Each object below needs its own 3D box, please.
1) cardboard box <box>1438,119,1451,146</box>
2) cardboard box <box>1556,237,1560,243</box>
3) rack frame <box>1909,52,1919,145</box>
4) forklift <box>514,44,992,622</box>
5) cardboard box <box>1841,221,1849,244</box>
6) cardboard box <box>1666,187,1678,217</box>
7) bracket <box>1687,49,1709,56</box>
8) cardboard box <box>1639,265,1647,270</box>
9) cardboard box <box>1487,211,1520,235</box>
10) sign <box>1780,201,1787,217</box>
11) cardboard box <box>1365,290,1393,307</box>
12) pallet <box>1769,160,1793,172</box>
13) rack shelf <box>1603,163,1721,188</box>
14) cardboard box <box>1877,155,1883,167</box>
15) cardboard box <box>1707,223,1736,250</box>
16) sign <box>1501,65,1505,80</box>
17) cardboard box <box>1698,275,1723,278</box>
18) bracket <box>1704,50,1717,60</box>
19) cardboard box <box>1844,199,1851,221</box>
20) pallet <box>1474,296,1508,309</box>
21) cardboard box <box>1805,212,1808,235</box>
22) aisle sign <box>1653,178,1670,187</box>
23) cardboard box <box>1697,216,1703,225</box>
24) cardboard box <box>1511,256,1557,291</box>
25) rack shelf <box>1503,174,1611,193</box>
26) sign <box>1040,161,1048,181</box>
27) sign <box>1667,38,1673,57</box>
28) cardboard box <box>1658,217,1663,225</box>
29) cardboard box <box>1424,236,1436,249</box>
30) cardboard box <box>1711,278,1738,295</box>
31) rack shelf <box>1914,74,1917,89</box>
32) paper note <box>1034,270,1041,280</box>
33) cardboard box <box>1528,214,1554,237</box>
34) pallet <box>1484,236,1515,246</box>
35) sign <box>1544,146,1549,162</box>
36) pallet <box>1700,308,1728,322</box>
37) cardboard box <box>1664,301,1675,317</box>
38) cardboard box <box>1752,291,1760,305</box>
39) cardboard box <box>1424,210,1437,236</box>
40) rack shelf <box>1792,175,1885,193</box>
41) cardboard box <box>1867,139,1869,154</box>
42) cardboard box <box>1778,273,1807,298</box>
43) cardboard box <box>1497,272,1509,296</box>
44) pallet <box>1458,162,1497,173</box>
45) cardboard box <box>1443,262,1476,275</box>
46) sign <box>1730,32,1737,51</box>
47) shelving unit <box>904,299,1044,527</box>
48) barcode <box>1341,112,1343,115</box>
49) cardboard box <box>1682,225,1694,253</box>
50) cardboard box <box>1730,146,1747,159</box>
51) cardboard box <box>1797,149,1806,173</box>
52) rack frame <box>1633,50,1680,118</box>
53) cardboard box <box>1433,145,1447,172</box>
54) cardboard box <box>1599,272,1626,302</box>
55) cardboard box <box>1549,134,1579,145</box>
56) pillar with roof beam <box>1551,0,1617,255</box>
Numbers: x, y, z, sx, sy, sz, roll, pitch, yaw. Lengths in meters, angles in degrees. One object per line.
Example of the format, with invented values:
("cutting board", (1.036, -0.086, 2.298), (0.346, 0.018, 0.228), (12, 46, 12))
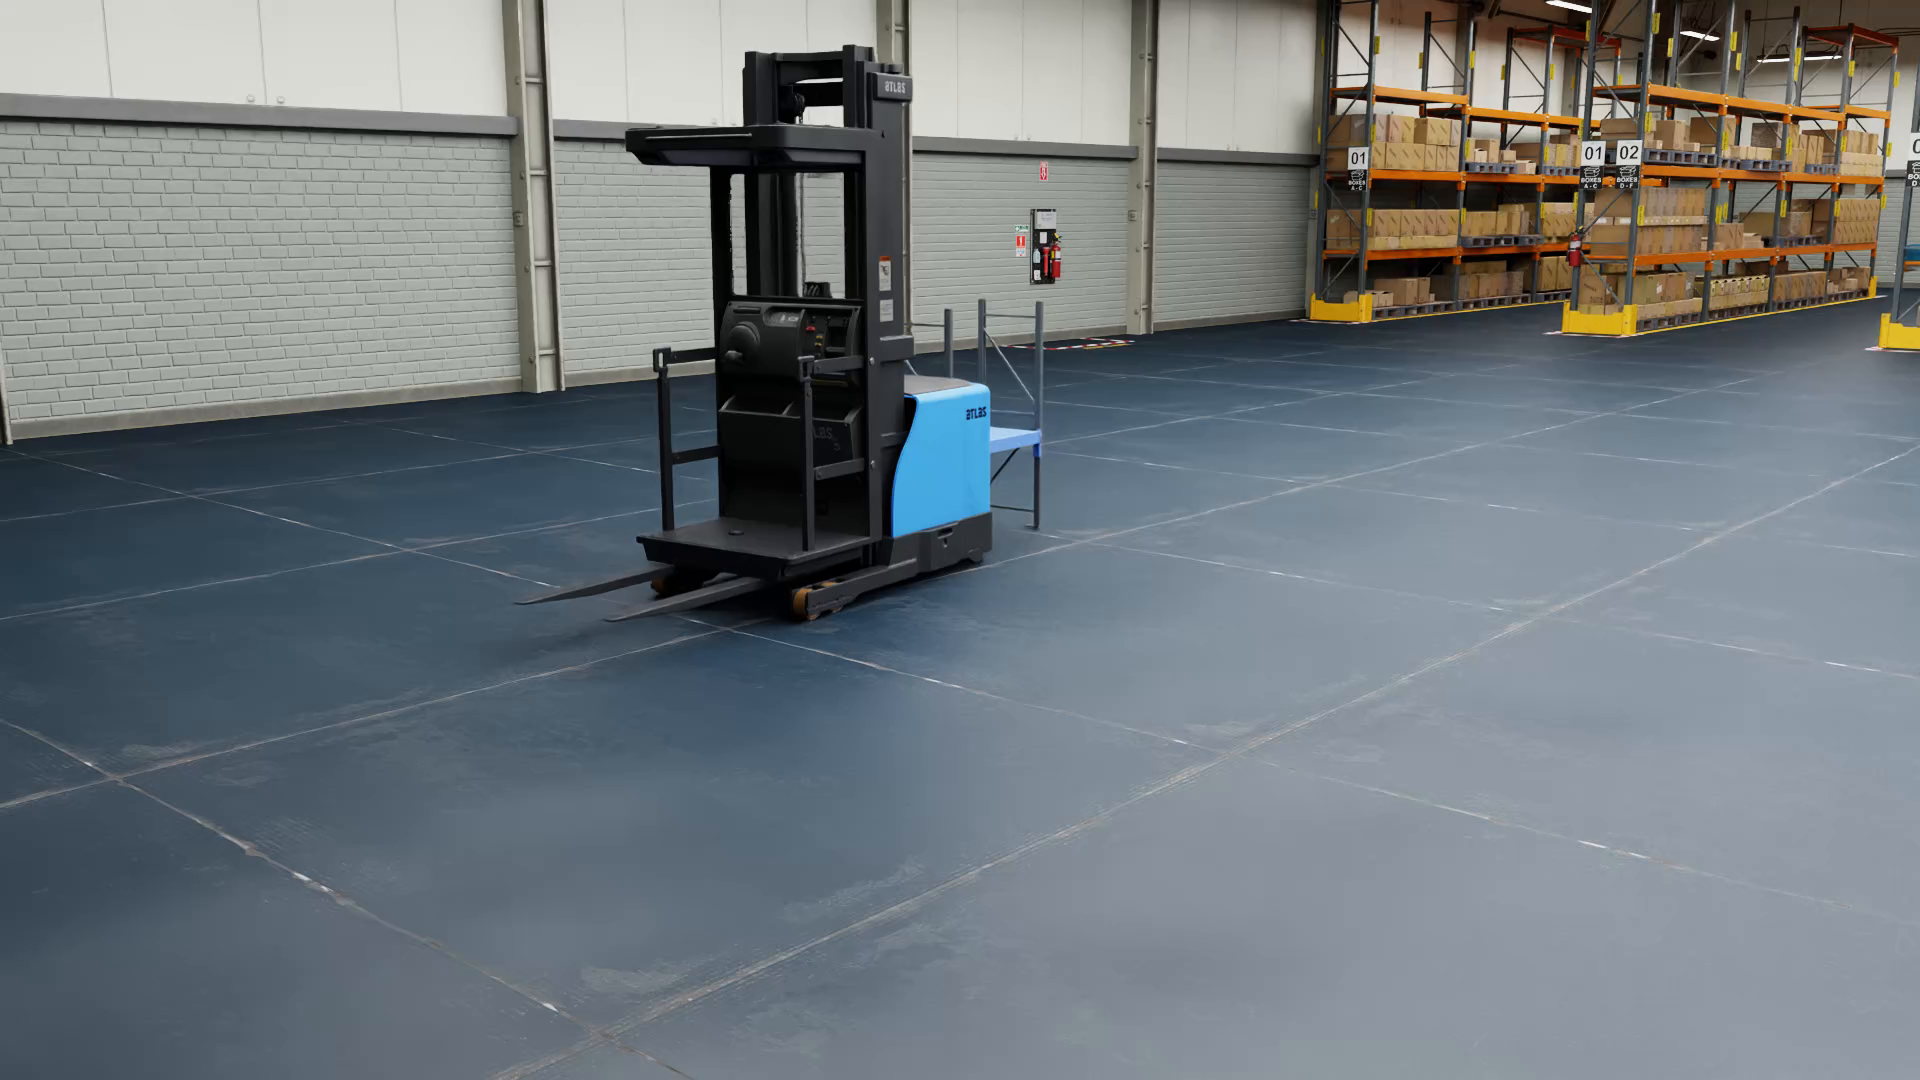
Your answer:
("cardboard box", (9.355, -8.068, 32.932), (0.500, 0.500, 0.500), (11, 16, 43))
("cardboard box", (13.520, -6.890, 38.137), (0.380, 0.149, 0.250), (10, 15, 42))
("rack frame", (14.639, -7.312, 24.346), (1.000, 3.000, 0.127), (10, 15, 40))
("forklift", (-1.046, -1.127, 8.872), (1.130, 2.935, 3.031), (8, 14, 33))
("cardboard box", (19.719, -6.941, 37.550), (0.500, 0.500, 0.500), (10, 15, 41))
("cardboard box", (12.280, -5.997, 29.512), (0.700, 0.500, 0.500), (10, 15, 40))
("bracket", (20.607, -13.498, 46.127), (0.076, 0.066, 3.189), (10, 15, 40))
("cardboard box", (17.042, -6.796, 42.387), (0.700, 0.500, 0.500), (10, 15, 40))
("cardboard box", (11.827, -6.937, 36.404), (0.700, 0.500, 0.500), (8, 14, 35))
("sign", (16.621, -6.685, 33.565), (0.100, 0.325, 0.005), (10, 15, 40))
("cardboard box", (8.098, -4.722, 32.438), (0.500, 0.311, 0.500), (-11, 15, -43))
("pallet", (15.821, -7.455, 33.202), (1.213, 0.211, 1.003), (11, 16, 43))
("rack shelf", (12.241, -6.424, 29.392), (1.077, 0.370, 4.000), (10, 15, 40))
("cardboard box", (21.335, -8.899, 39.057), (0.500, 0.250, 0.500), (10, 15, 40))
("cardboard box", (14.759, -5.911, 32.391), (0.500, 0.500, 0.500), (10, 15, 40))
("sign", (12.059, -10.377, 36.901), (0.100, 0.325, 0.005), (10, 15, 40))
("cardboard box", (14.957, -5.129, 33.246), (0.500, 0.311, 0.500), (9, 15, 39))
("bracket", (20.997, -13.585, 46.562), (0.235, 0.232, 0.430), (10, 15, 40))
("cardboard box", (19.705, -7.425, 37.419), (0.500, 0.500, 0.500), (9, 15, 39))
("pallet", (11.156, -5.167, 36.043), (1.003, 0.211, 1.213), (10, 15, 40))
("cardboard box", (17.955, -6.882, 36.179), (0.500, 0.500, 0.700), (-9, 15, -39))
("aisle sign", (18.032, -9.252, 42.736), (0.394, 0.787, 0.004), (10, 15, 40))
("cardboard box", (13.378, -5.863, 30.496), (0.380, 0.149, 0.250), (9, 15, 39))
("cardboard box", (13.062, -6.071, 37.865), (0.750, 0.750, 0.750), (10, 15, 40))
("rack shelf", (13.799, -8.241, 38.489), (1.077, 0.370, 4.000), (10, 15, 40))
("sign", (1.309, -5.773, 26.038), (0.001, 0.298, 0.199), (10, 15, 40))
("sign", (13.146, -9.107, 30.744), (0.100, 0.325, 0.005), (10, 15, 40))
("cardboard box", (12.022, -5.560, 28.980), (0.380, 0.149, 0.250), (9, 14, 38))
("cardboard box", (9.098, -5.919, 33.018), (0.500, 0.250, 0.500), (10, 15, 40))
("cardboard box", (14.697, -4.910, 32.153), (0.500, 0.311, 0.500), (9, 14, 38))
("rack shelf", (15.960, -7.057, 25.928), (1.077, 0.370, 4.000), (10, 15, 40))
("paper note", (1.221, -4.175, 26.207), (0.016, 0.148, 0.142), (10, 15, 40))
("cardboard box", (12.991, -7.071, 37.390), (0.500, 0.500, 0.500), (10, 15, 42))
("pallet", (11.203, -6.437, 35.773), (1.003, 0.211, 1.213), (10, 15, 40))
("sign", (12.885, -8.482, 36.542), (0.100, 0.325, 0.005), (10, 15, 40))
("pallet", (14.019, -4.346, 31.930), (1.003, 0.211, 1.213), (10, 15, 40))
("cardboard box", (12.434, -4.139, 29.725), (0.500, 0.250, 0.500), (10, 15, 40))
("cardboard box", (15.700, -4.861, 33.336), (0.500, 0.250, 0.500), (10, 15, 40))
("cardboard box", (9.093, -6.287, 32.948), (0.500, 0.500, 0.500), (9, 15, 39))
("rack shelf", (20.163, -8.189, 38.232), (1.077, 0.370, 4.000), (10, 15, 40))
("cardboard box", (20.762, -9.235, 38.824), (0.700, 0.500, 0.500), (10, 15, 40))
("cardboard box", (17.734, -5.436, 35.531), (0.500, 0.500, 0.500), (9, 14, 38))
("cardboard box", (11.615, -5.645, 36.573), (0.700, 0.500, 0.500), (10, 15, 40))
("pallet", (10.326, -7.696, 34.403), (1.213, 0.211, 1.003), (10, 15, 40))
("cardboard box", (10.600, -5.773, 35.301), (0.500, 0.250, 0.500), (9, 15, 39))
("sign", (13.962, -9.002, 30.017), (0.100, 0.325, 0.005), (10, 15, 40))
("shelving unit", (0.040, -0.769, 10.731), (0.538, 1.500, 1.048), (8, 14, 35))
("barcode", (7.291, -8.125, 31.733), (0.001, 0.075, 0.075), (10, 15, 40))
("cardboard box", (12.930, -5.504, 30.355), (0.700, 0.500, 0.500), (10, 15, 40))
("cardboard box", (14.870, -7.476, 32.137), (0.500, 0.250, 0.500), (8, 14, 36))
("cardboard box", (17.145, -7.928, 34.834), (0.910, 0.500, 0.500), (10, 15, 40))
("rack frame", (17.759, -10.947, 42.545), (1.000, 3.000, 0.127), (10, 15, 40))
("cardboard box", (9.347, -7.590, 33.091), (0.500, 0.500, 0.500), (8, 14, 36))
("cardboard box", (11.701, -4.503, 29.631), (0.500, 0.500, 0.500), (10, 15, 40))
("cardboard box", (14.086, -9.324, 38.786), (0.500, 0.250, 0.500), (9, 15, 39))
("pillar with roof beam", (18.165, -10.017, 37.887), (9.100, 9.000, 0.548), (10, 15, 40))
